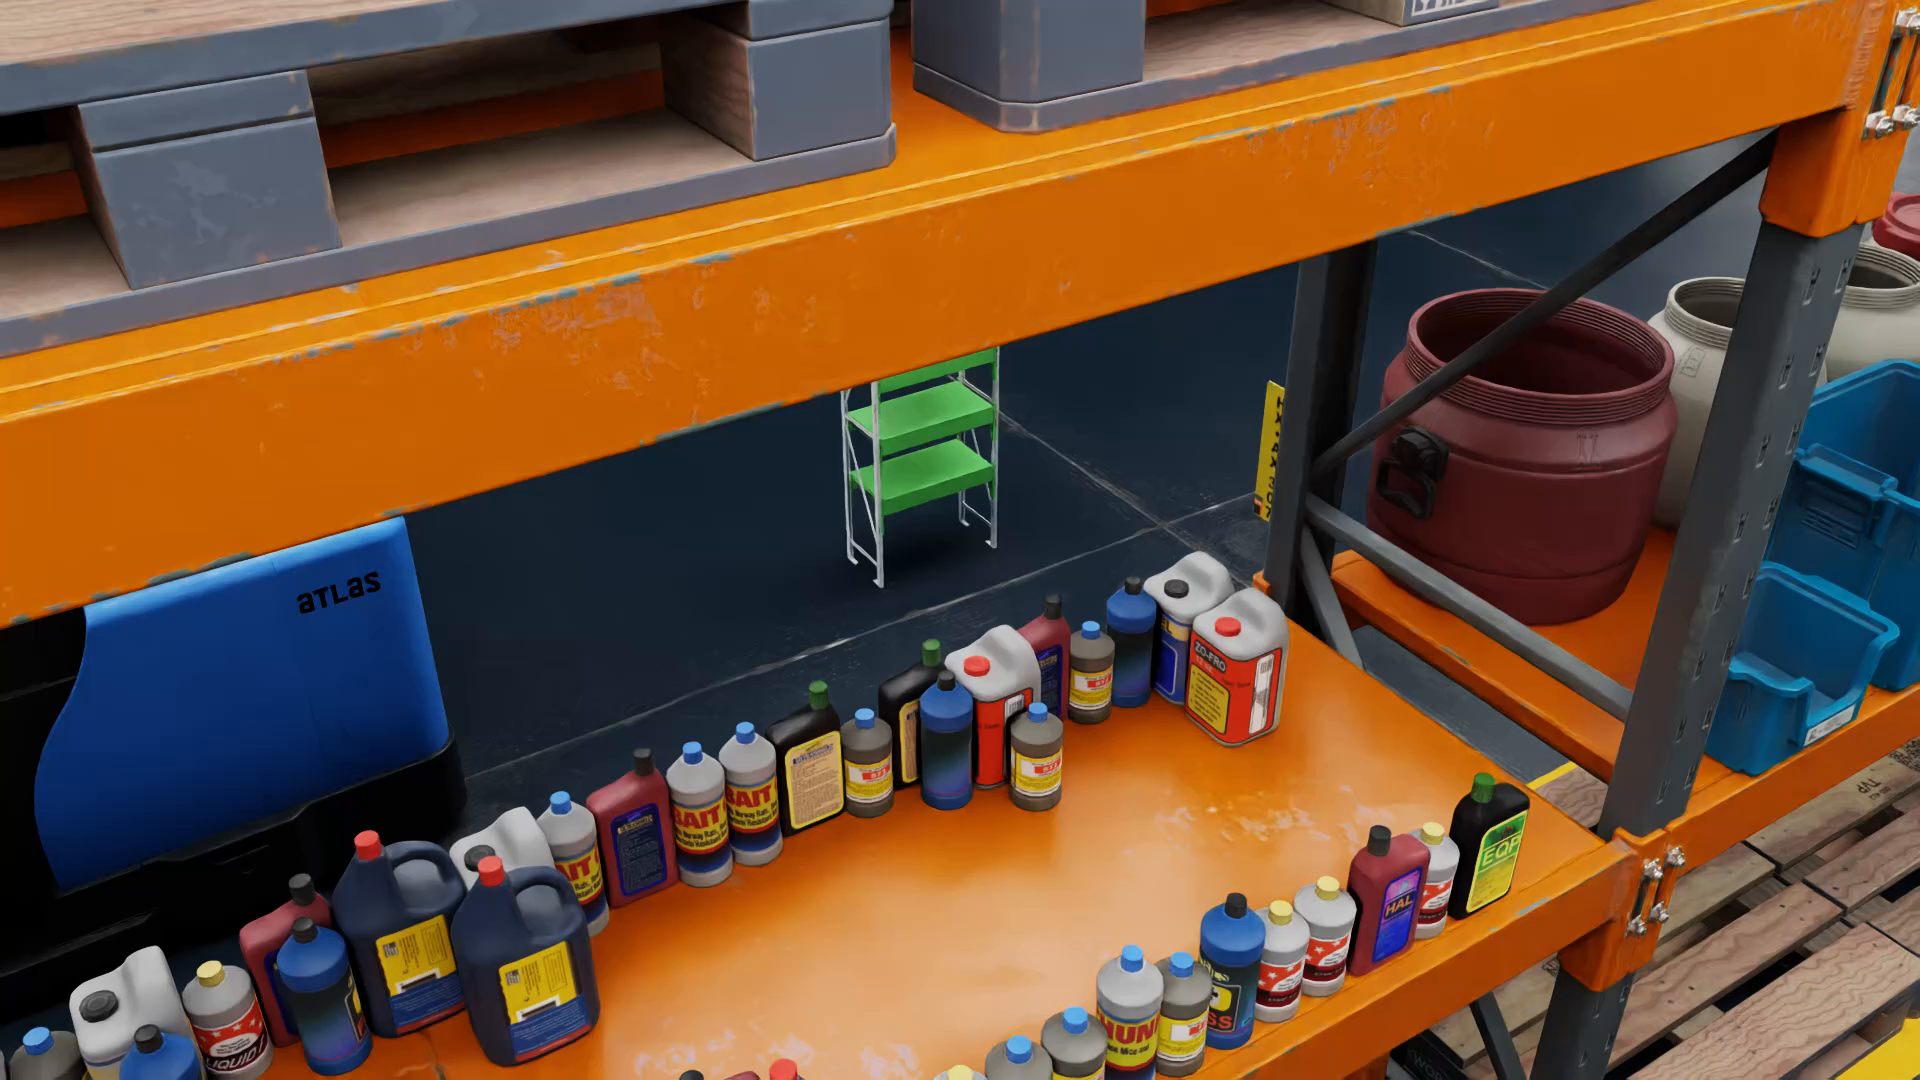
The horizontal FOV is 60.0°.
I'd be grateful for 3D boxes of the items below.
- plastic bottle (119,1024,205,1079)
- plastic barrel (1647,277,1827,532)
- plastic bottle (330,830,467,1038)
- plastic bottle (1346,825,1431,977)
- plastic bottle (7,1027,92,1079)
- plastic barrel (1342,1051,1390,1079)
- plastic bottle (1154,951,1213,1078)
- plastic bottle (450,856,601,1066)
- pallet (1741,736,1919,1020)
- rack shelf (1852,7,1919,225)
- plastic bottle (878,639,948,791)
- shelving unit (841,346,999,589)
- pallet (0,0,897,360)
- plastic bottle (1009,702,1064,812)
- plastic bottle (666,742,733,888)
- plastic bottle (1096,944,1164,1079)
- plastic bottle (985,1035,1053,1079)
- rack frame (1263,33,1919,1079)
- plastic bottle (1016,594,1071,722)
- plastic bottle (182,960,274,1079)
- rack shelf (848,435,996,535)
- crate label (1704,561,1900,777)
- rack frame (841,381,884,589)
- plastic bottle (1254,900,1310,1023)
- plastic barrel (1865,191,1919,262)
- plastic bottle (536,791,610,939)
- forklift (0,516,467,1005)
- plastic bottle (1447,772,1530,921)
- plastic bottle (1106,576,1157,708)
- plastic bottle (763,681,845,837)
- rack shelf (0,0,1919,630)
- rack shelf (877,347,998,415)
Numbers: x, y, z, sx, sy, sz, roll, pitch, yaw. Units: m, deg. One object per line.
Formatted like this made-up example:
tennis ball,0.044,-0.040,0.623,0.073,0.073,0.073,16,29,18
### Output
plastic bottle,-1.101,0.781,2.321,0.097,0.271,0.097,0,32,0
plastic barrel,1.732,-0.304,3.816,0.421,0.512,0.421,0,32,0
plastic bottle,-0.858,0.582,2.562,0.185,0.351,0.144,-19,37,-27
plastic bottle,0.680,0.560,2.660,0.133,0.283,0.061,-19,37,-27
plastic bottle,-1.296,0.781,2.386,0.097,0.201,0.097,0,32,0
plastic barrel,0.581,1.025,3.454,0.708,0.830,0.600,-19,37,-27
plastic bottle,0.328,0.704,2.508,0.097,0.201,0.097,0,32,0
plastic bottle,-0.662,0.612,2.515,0.185,0.351,0.144,-19,37,-27
pallet,2.680,0.758,4.850,1.213,0.211,1.003,-19,37,-27
rack shelf,2.664,-1.407,3.531,4.000,0.370,1.077,-19,37,-27
plastic bottle,-0.082,0.317,3.045,0.133,0.283,0.061,-19,37,-27
shelving unit,-0.139,-0.460,5.854,0.503,1.200,0.258,-19,37,-27
pallet,-0.821,-0.496,1.591,1.213,0.211,1.003,-19,37,-27
plastic bottle,0.139,0.384,3.015,0.097,0.201,0.097,0,32,0
plastic bottle,-0.445,0.459,2.832,0.097,0.271,0.097,0,32,0
plastic bottle,0.246,0.703,2.445,0.097,0.271,0.097,0,32,0
plastic bottle,0.083,0.789,2.374,0.097,0.201,0.097,0,32,0
rack frame,0.983,0.136,3.223,0.127,3.000,1.000,-19,37,-27
plastic bottle,0.143,0.240,3.167,0.133,0.283,0.061,-19,37,-27
plastic bottle,-1.101,0.714,2.492,0.097,0.201,0.097,0,32,0
rack shelf,-0.139,-0.203,6.016,0.480,0.148,0.258,-19,37,-27
crate label,1.540,0.253,3.194,0.416,0.233,0.303,-19,37,-27
rack frame,-0.344,-0.389,5.742,0.015,1.200,0.240,-19,37,-27
plastic bottle,0.492,0.648,2.597,0.097,0.201,0.097,0,32,0
plastic barrel,2.442,-0.562,4.203,0.433,0.535,0.433,0,32,0
plastic bottle,-0.639,0.526,2.726,0.097,0.271,0.097,0,32,0
forklift,-2.957,-0.167,3.767,3.031,2.935,1.130,-20,37,-28
plastic bottle,0.874,0.494,2.766,0.133,0.283,0.061,-19,37,-27
plastic bottle,0.332,0.192,3.255,0.097,0.271,0.097,0,32,0
plastic bottle,-0.276,0.384,2.939,0.133,0.283,0.061,-19,37,-27
rack shelf,-0.698,-0.250,1.698,4.000,0.370,1.077,-19,37,-27
rack shelf,-0.139,-0.609,5.760,0.480,0.148,0.258,-19,37,-27
